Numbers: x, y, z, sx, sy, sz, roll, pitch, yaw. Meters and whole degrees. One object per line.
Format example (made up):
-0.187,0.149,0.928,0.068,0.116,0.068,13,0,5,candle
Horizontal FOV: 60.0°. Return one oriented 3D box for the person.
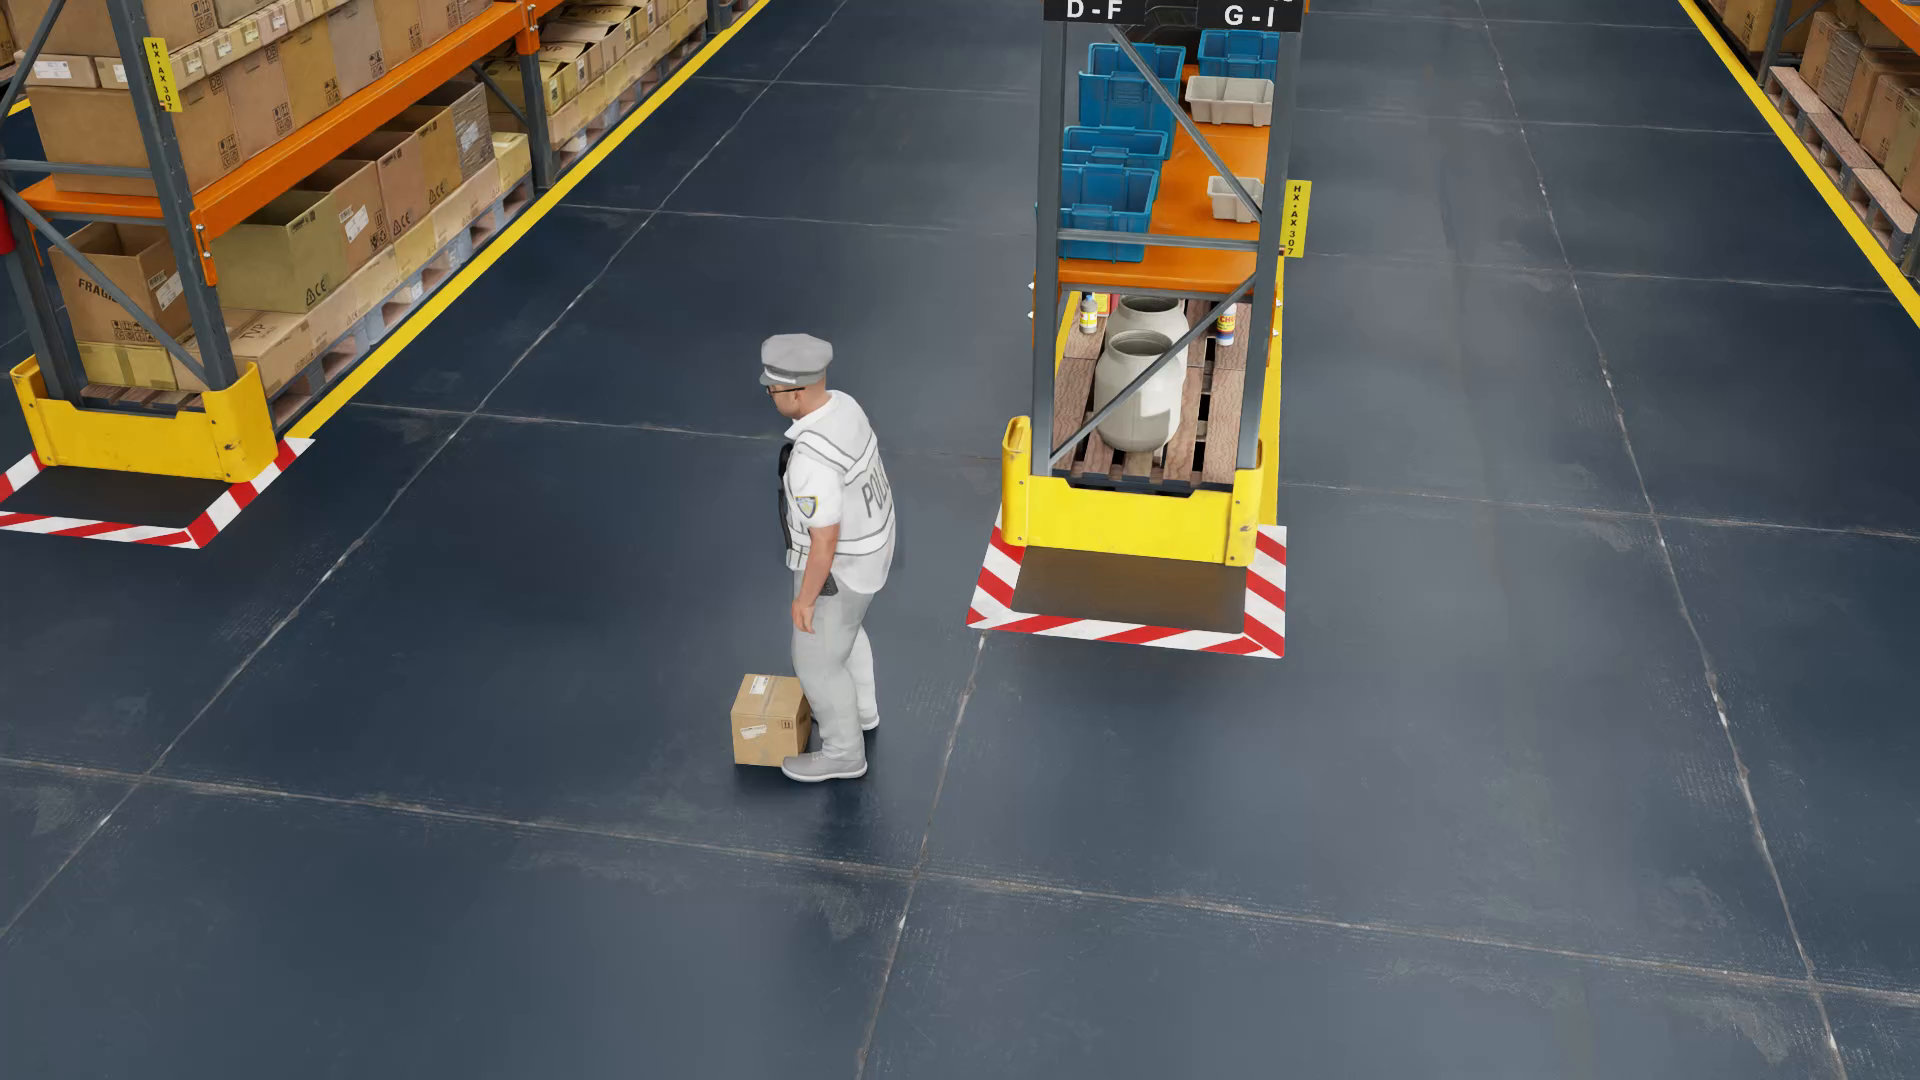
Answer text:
-0.458,0.082,6.000,0.434,1.748,0.588,5,33,8,person
